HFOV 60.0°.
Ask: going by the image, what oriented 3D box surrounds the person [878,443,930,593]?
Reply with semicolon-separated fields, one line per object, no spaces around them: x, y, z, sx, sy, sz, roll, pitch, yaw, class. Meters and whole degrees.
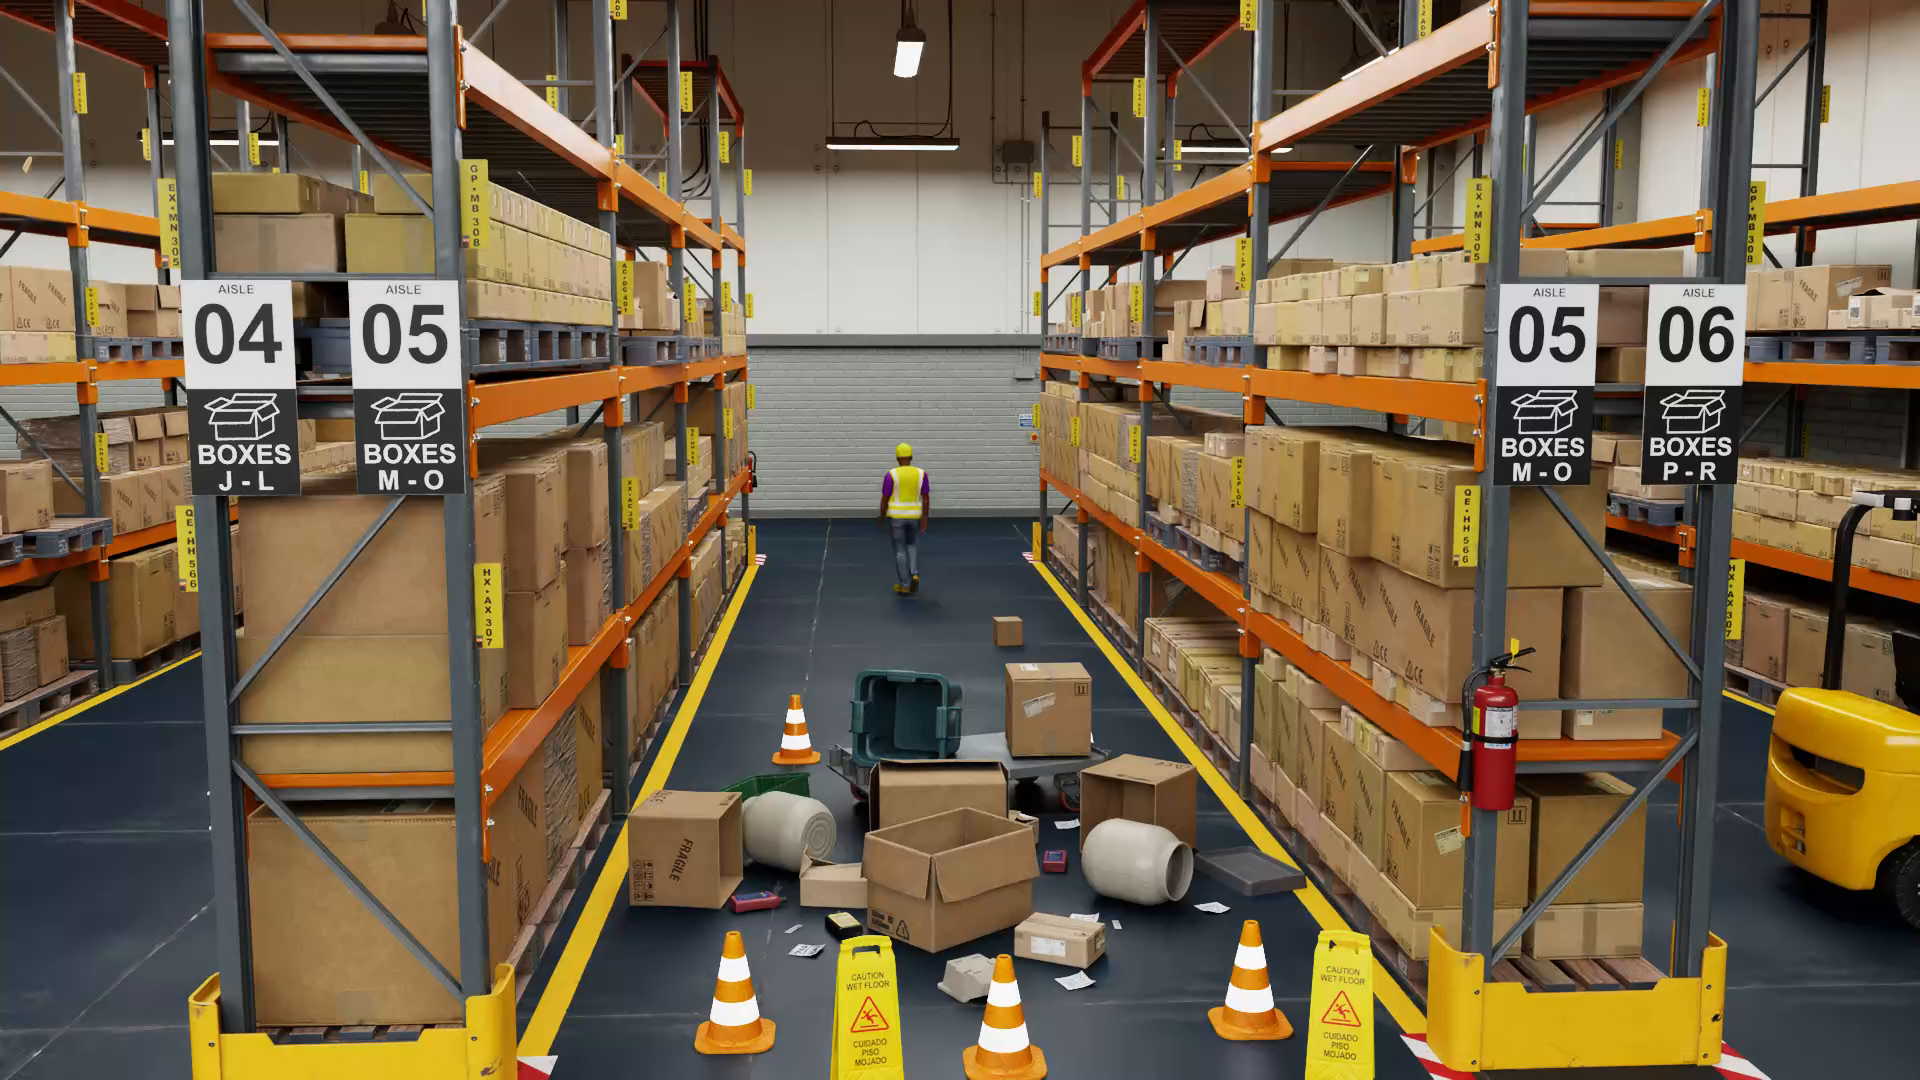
-0.683;-0.250;19.676;0.568;1.799;0.476;-3;7;-24;person
